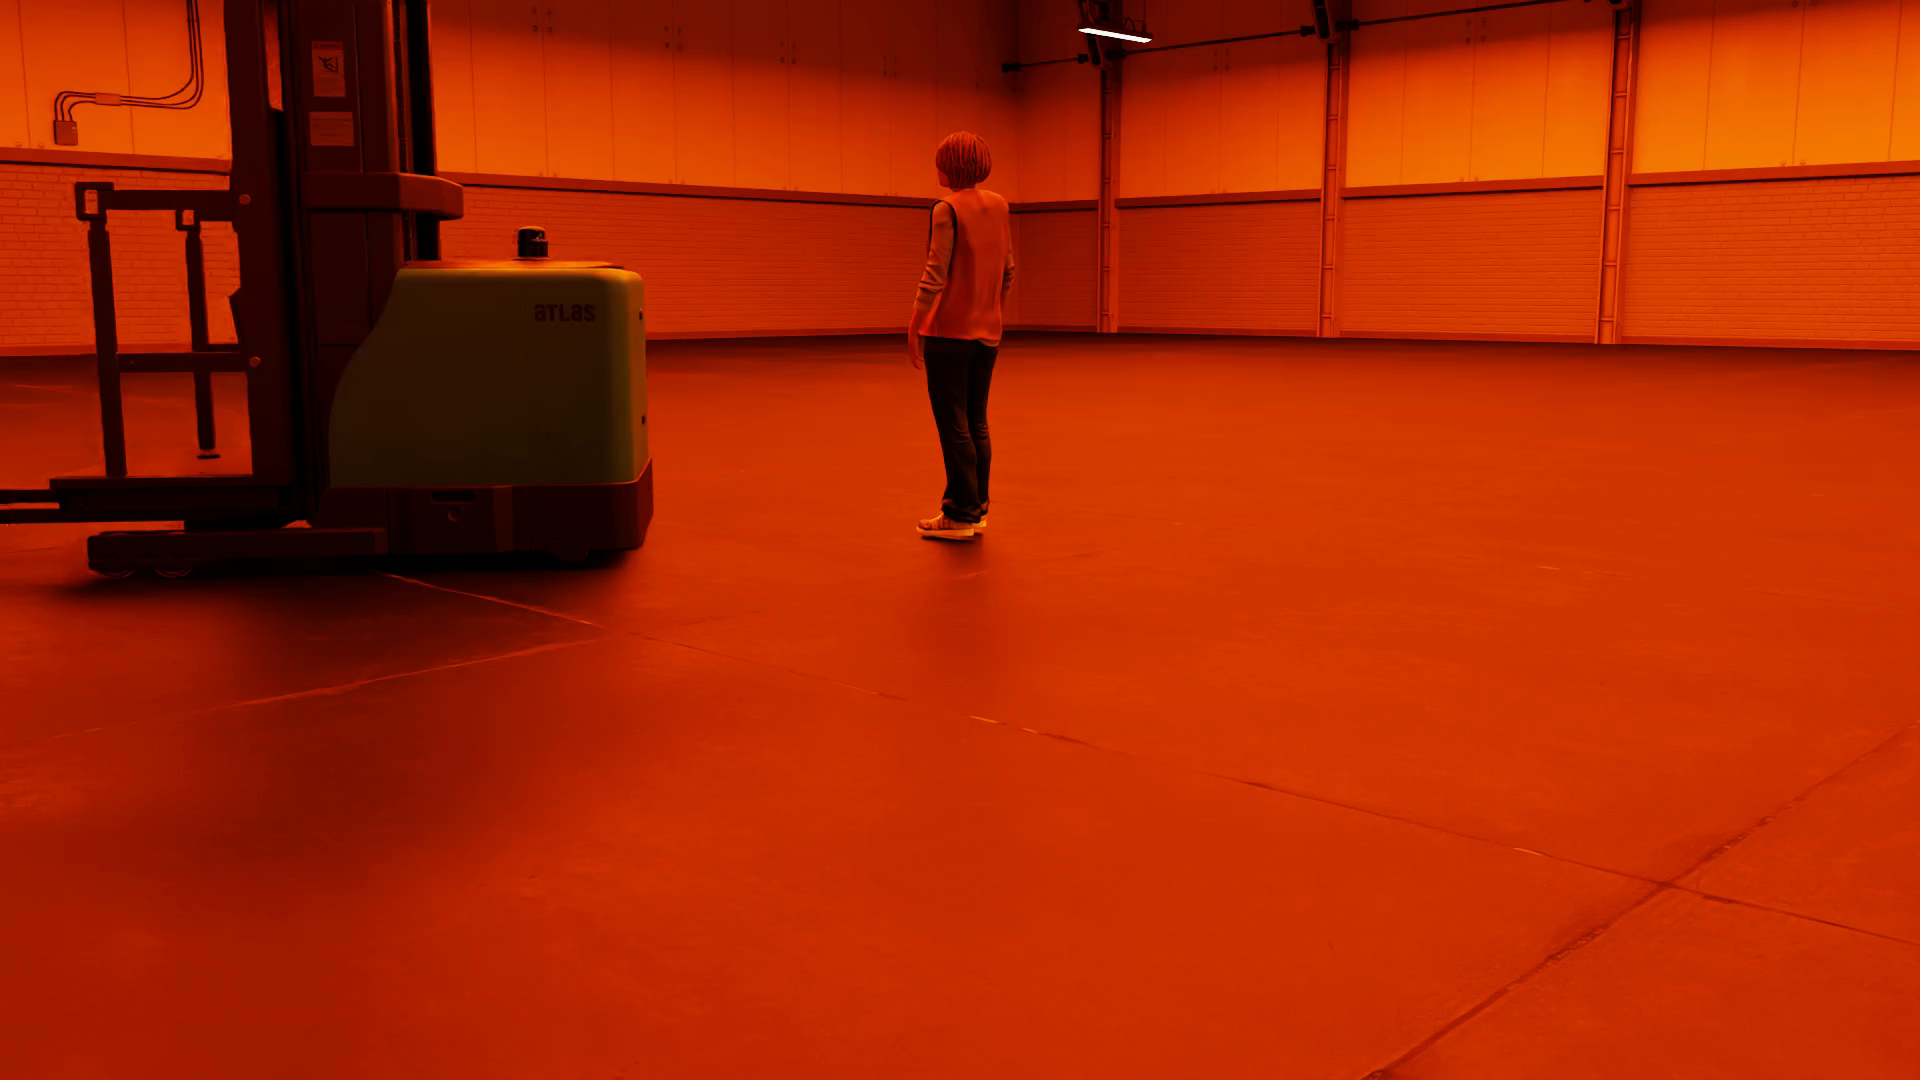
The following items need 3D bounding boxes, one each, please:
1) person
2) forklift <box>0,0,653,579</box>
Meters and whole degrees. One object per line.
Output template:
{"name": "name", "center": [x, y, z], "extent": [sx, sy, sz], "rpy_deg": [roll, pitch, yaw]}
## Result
{"name": "person", "center": [-0.044, -0.806, 6.658], "extent": [0.473, 1.599, 0.521], "rpy_deg": [8, 12, 43]}
{"name": "forklift", "center": [-2.732, -1.395, 6.138], "extent": [3.031, 2.935, 1.130], "rpy_deg": [-1, 9, -7]}
